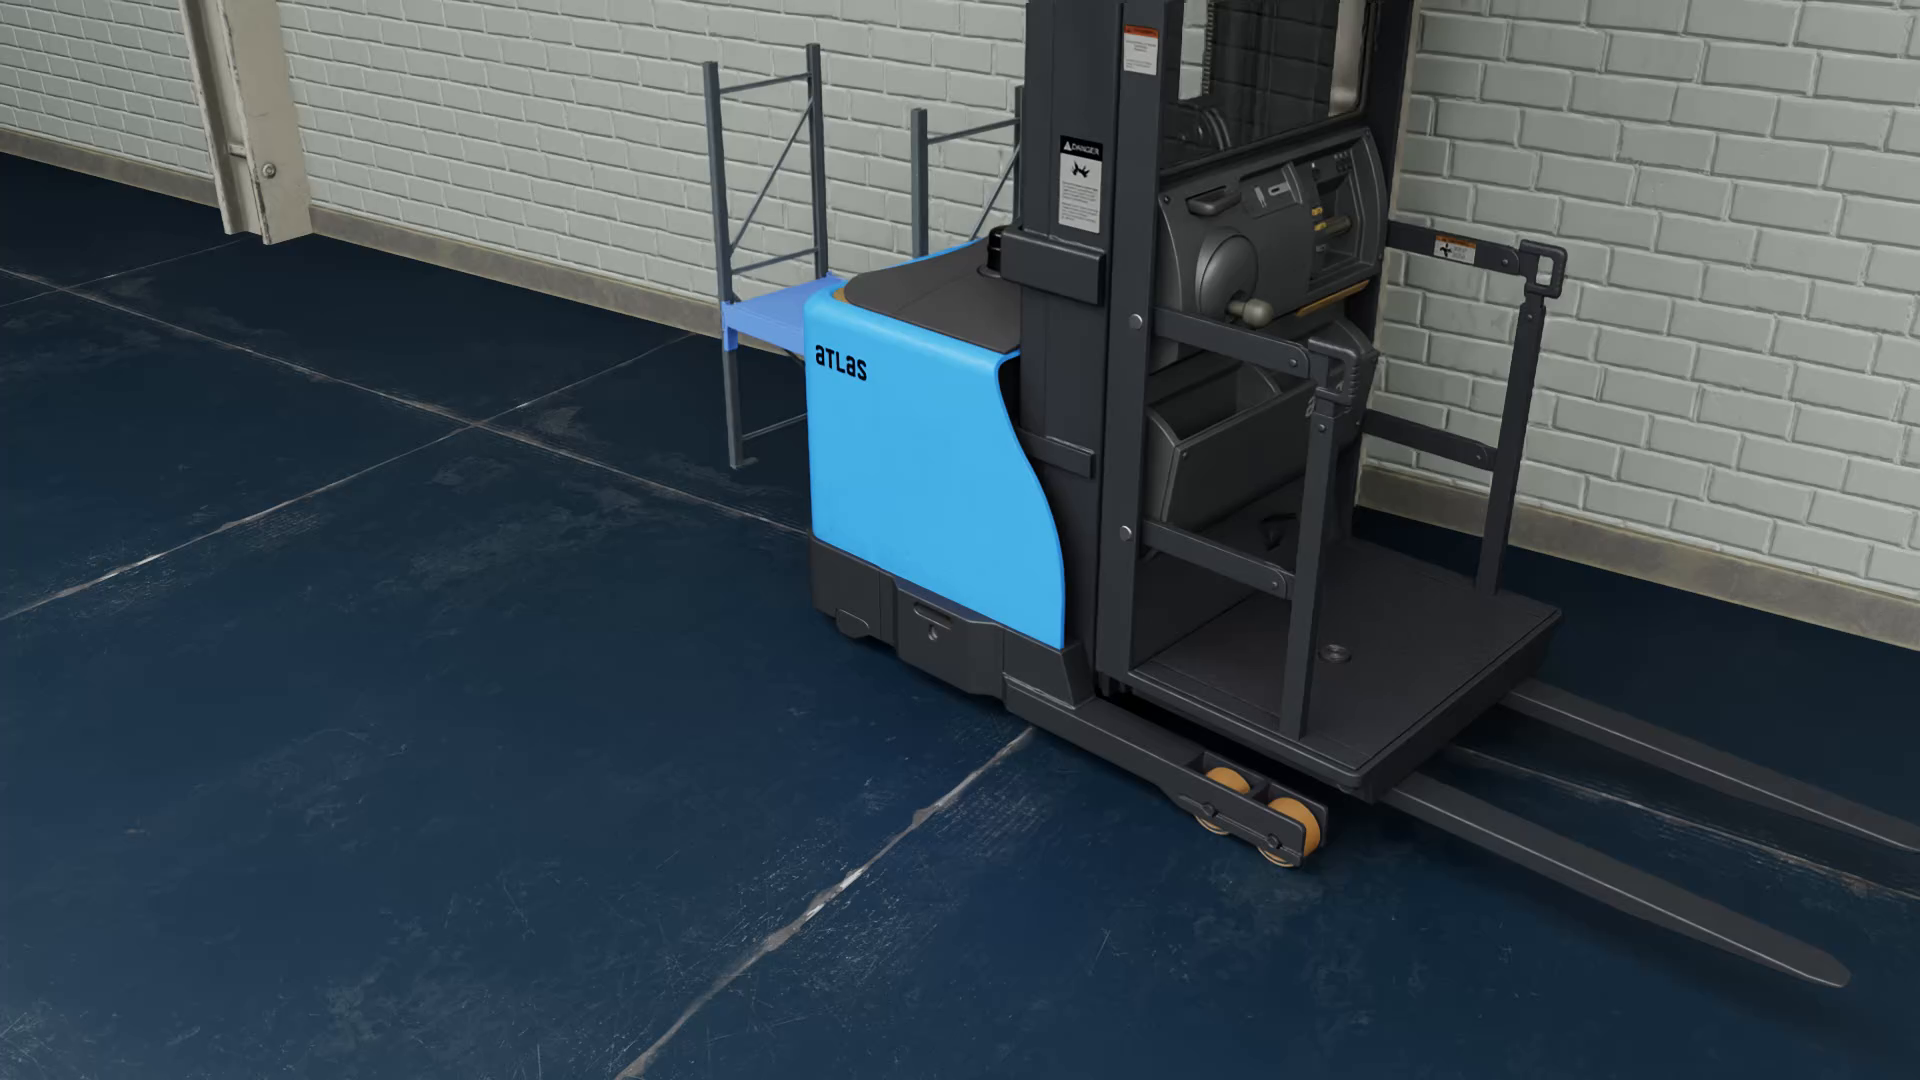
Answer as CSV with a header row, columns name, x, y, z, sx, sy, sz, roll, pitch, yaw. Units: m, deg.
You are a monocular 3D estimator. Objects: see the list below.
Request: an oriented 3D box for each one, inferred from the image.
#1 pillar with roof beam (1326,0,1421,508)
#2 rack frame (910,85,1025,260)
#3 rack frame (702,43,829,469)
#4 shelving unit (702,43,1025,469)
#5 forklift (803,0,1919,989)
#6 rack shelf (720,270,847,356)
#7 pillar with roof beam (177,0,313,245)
name,x,y,z,sx,sy,sz,roll,pitch,yaw
pillar with roof beam,-1.235,-2.534,0.808,0.400,9.000,9.100,17,32,30
rack frame,0.038,-0.695,5.461,0.032,1.500,0.500,24,36,39
rack frame,-0.683,-1.020,6.100,0.032,1.500,0.500,24,36,39
shelving unit,-0.323,-0.857,5.781,1.048,1.500,0.538,24,36,39
forklift,0.950,-0.761,4.013,3.031,2.935,1.130,23,35,38
rack shelf,-0.323,-0.697,5.862,1.000,0.185,0.538,24,36,39
pillar with roof beam,-6.180,-4.075,3.836,0.400,9.000,9.100,17,32,30
